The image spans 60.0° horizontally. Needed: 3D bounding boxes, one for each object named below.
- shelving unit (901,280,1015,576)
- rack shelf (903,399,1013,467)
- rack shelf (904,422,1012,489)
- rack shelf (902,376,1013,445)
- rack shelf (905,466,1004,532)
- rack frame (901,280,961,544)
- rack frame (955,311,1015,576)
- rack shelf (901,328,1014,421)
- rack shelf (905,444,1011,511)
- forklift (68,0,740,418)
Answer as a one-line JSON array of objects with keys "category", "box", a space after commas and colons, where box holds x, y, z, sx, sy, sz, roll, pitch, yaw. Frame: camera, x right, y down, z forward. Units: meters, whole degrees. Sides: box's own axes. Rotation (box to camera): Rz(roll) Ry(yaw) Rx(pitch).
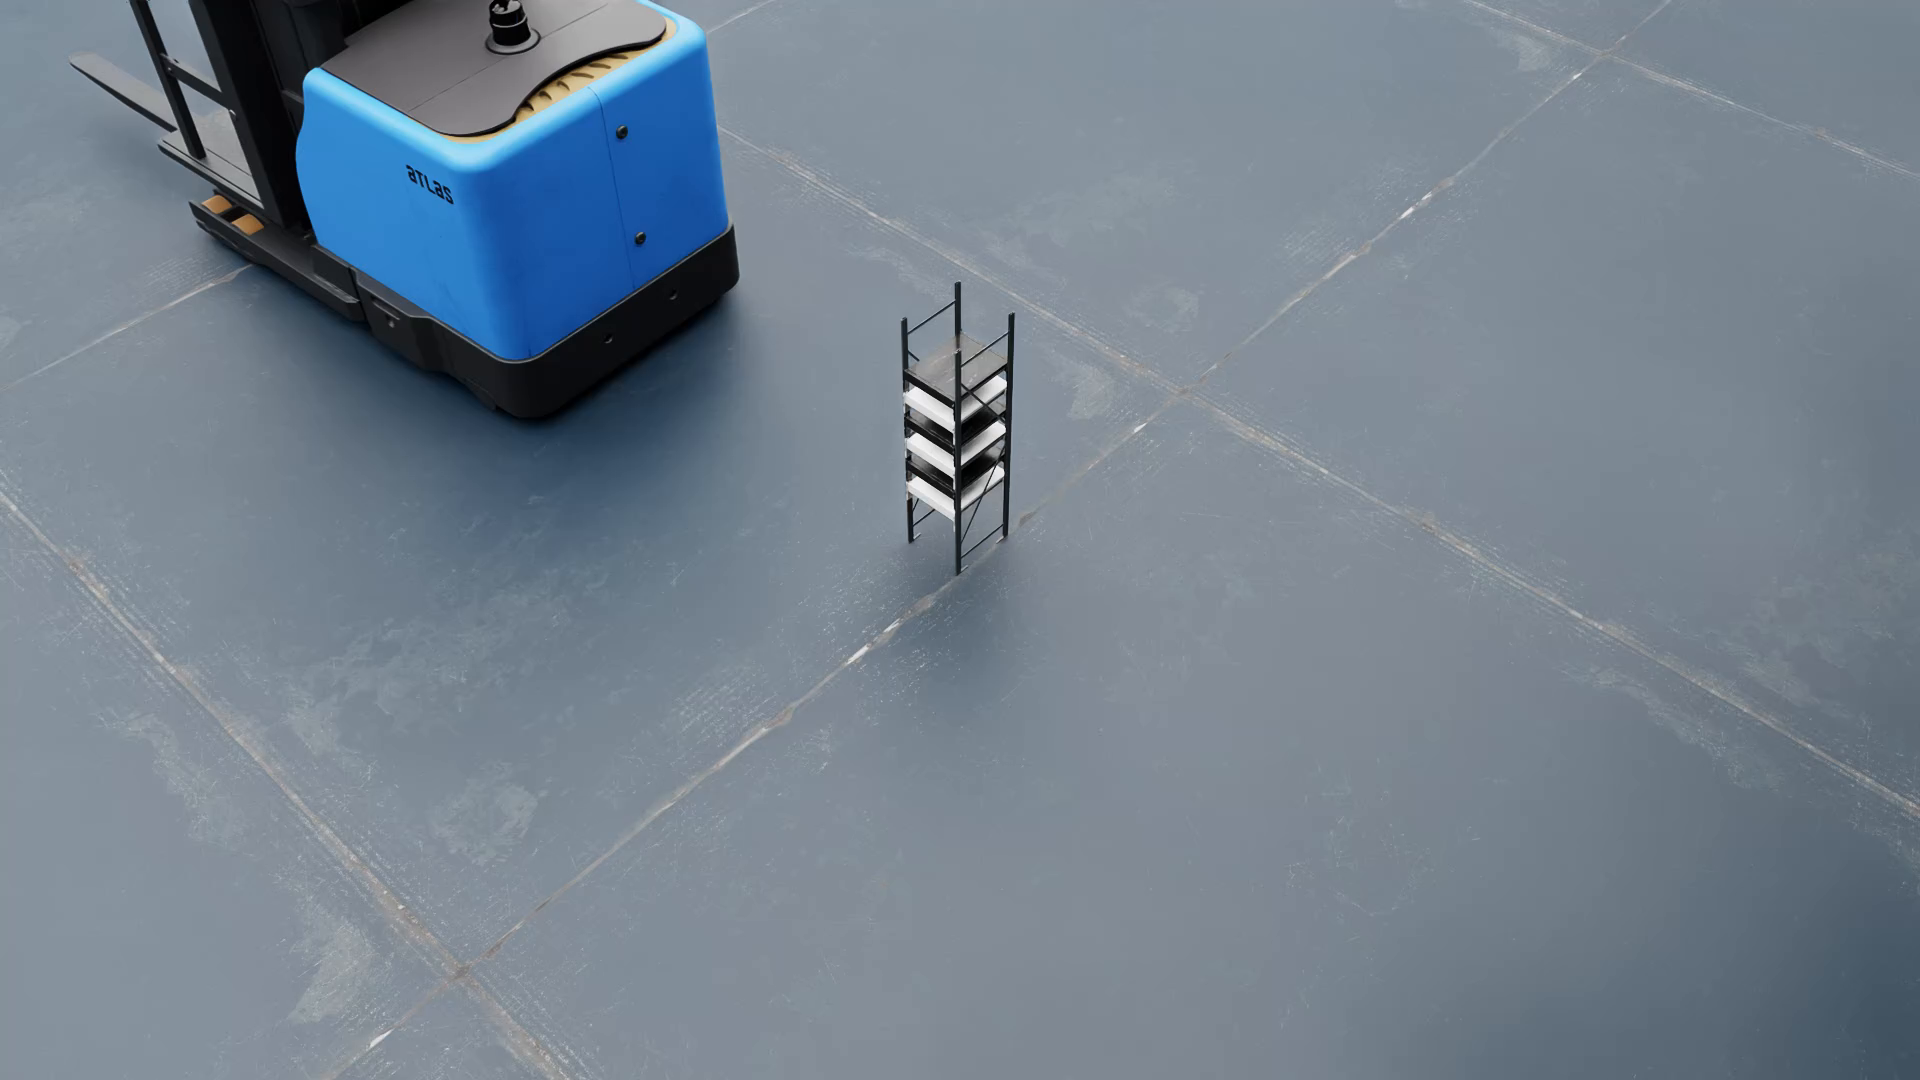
[{"category": "shelving unit", "box": [-0.006, -0.312, 4.926, 0.210, 0.900, 0.258, 34, 55, 28]}, {"category": "rack shelf", "box": [-0.006, -0.351, 4.884, 0.200, 0.077, 0.258, 34, 55, 28]}, {"category": "rack shelf", "box": [-0.006, -0.289, 4.950, 0.200, 0.077, 0.258, 34, 55, 28]}, {"category": "rack shelf", "box": [-0.006, -0.412, 4.819, 0.200, 0.077, 0.258, 34, 55, 28]}, {"category": "rack shelf", "box": [-0.006, -0.166, 5.081, 0.200, 0.077, 0.258, 34, 55, 28]}, {"category": "rack frame", "box": [-0.081, -0.362, 4.973, 0.006, 0.900, 0.240, 34, 55, 28]}, {"category": "rack frame", "box": [0.069, -0.262, 4.879, 0.006, 0.900, 0.240, 34, 55, 28]}, {"category": "rack shelf", "box": [-0.006, -0.474, 4.753, 0.200, 0.077, 0.258, 34, 55, 28]}, {"category": "rack shelf", "box": [-0.006, -0.228, 5.016, 0.200, 0.077, 0.258, 34, 55, 28]}, {"category": "forklift", "box": [-2.265, -2.320, 5.418, 3.031, 2.935, 1.130, 31, 54, 26]}]
